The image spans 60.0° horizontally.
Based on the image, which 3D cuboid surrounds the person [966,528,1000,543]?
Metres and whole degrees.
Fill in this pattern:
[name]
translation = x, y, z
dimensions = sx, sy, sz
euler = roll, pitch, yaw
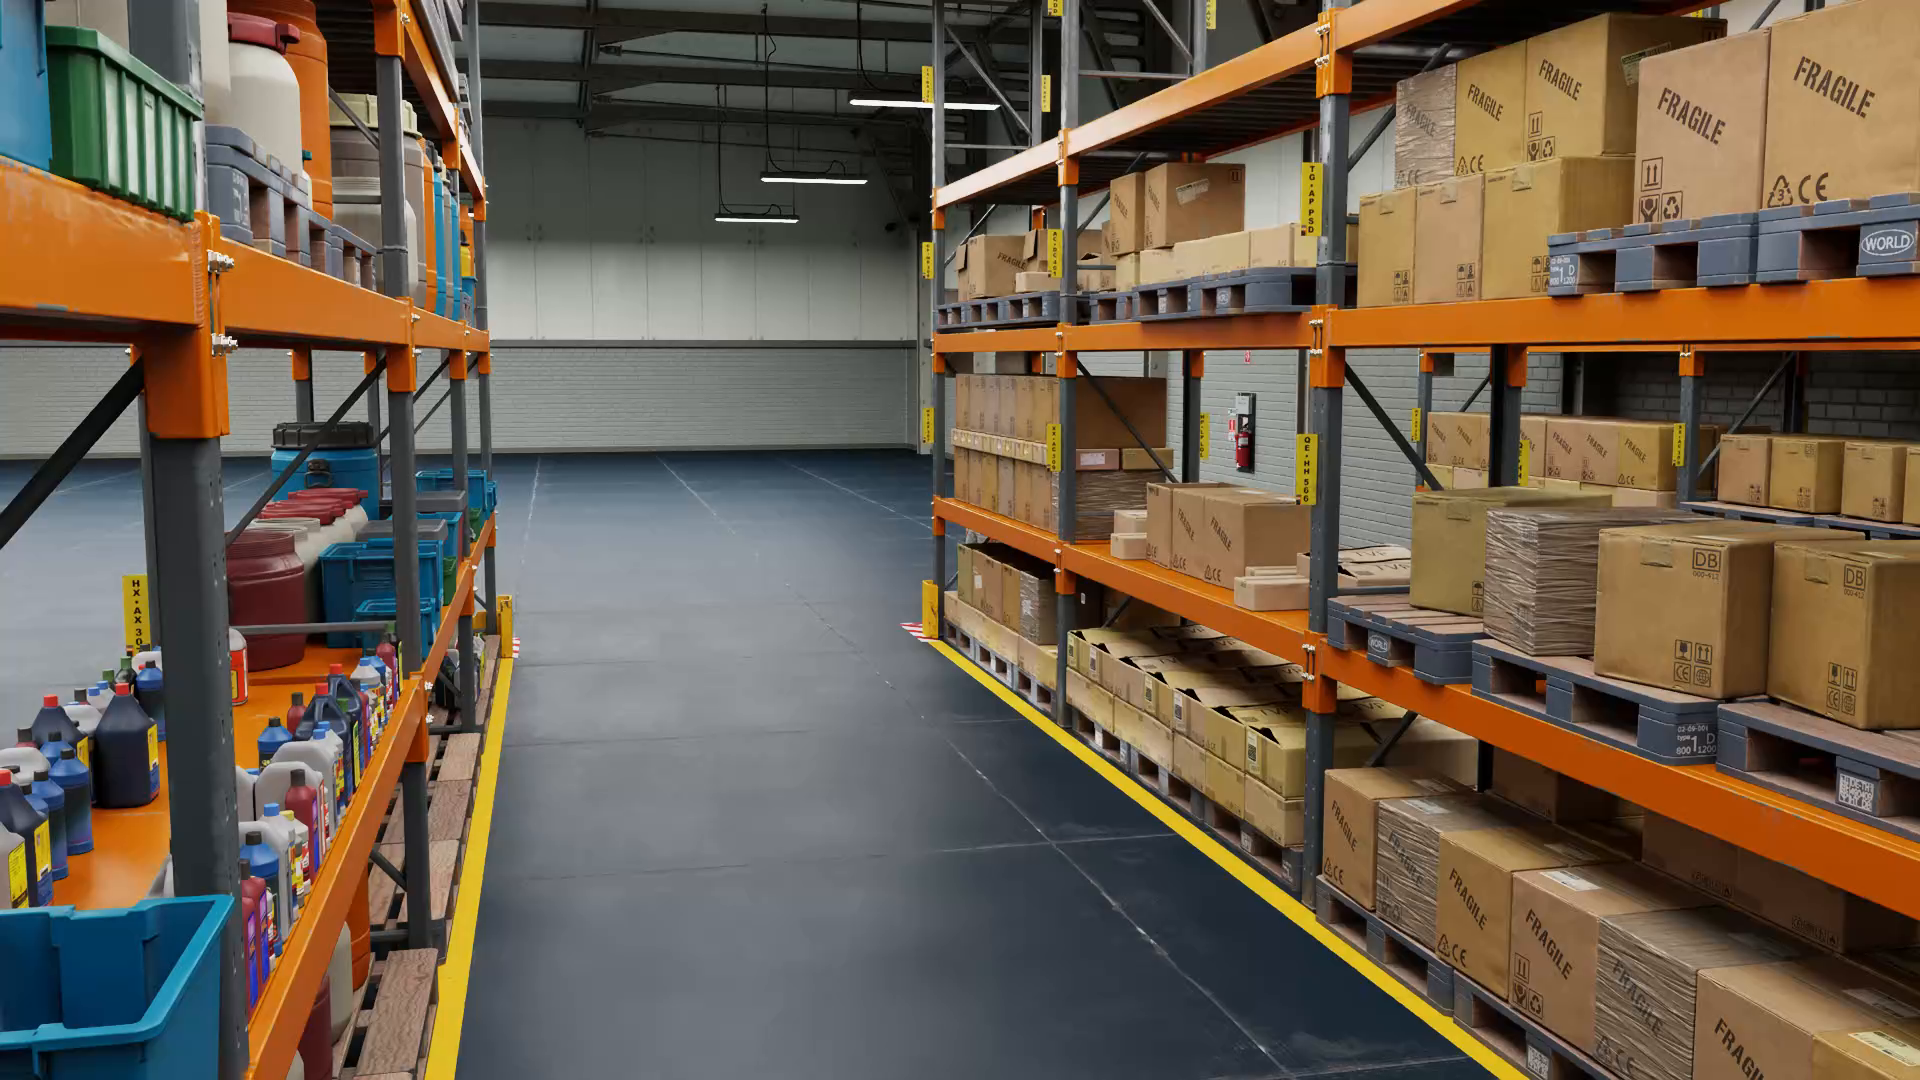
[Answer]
[person]
translation = 0.184, -0.078, 16.784
dimensions = 0.529, 1.670, 0.598
euler = -3, 7, -27
